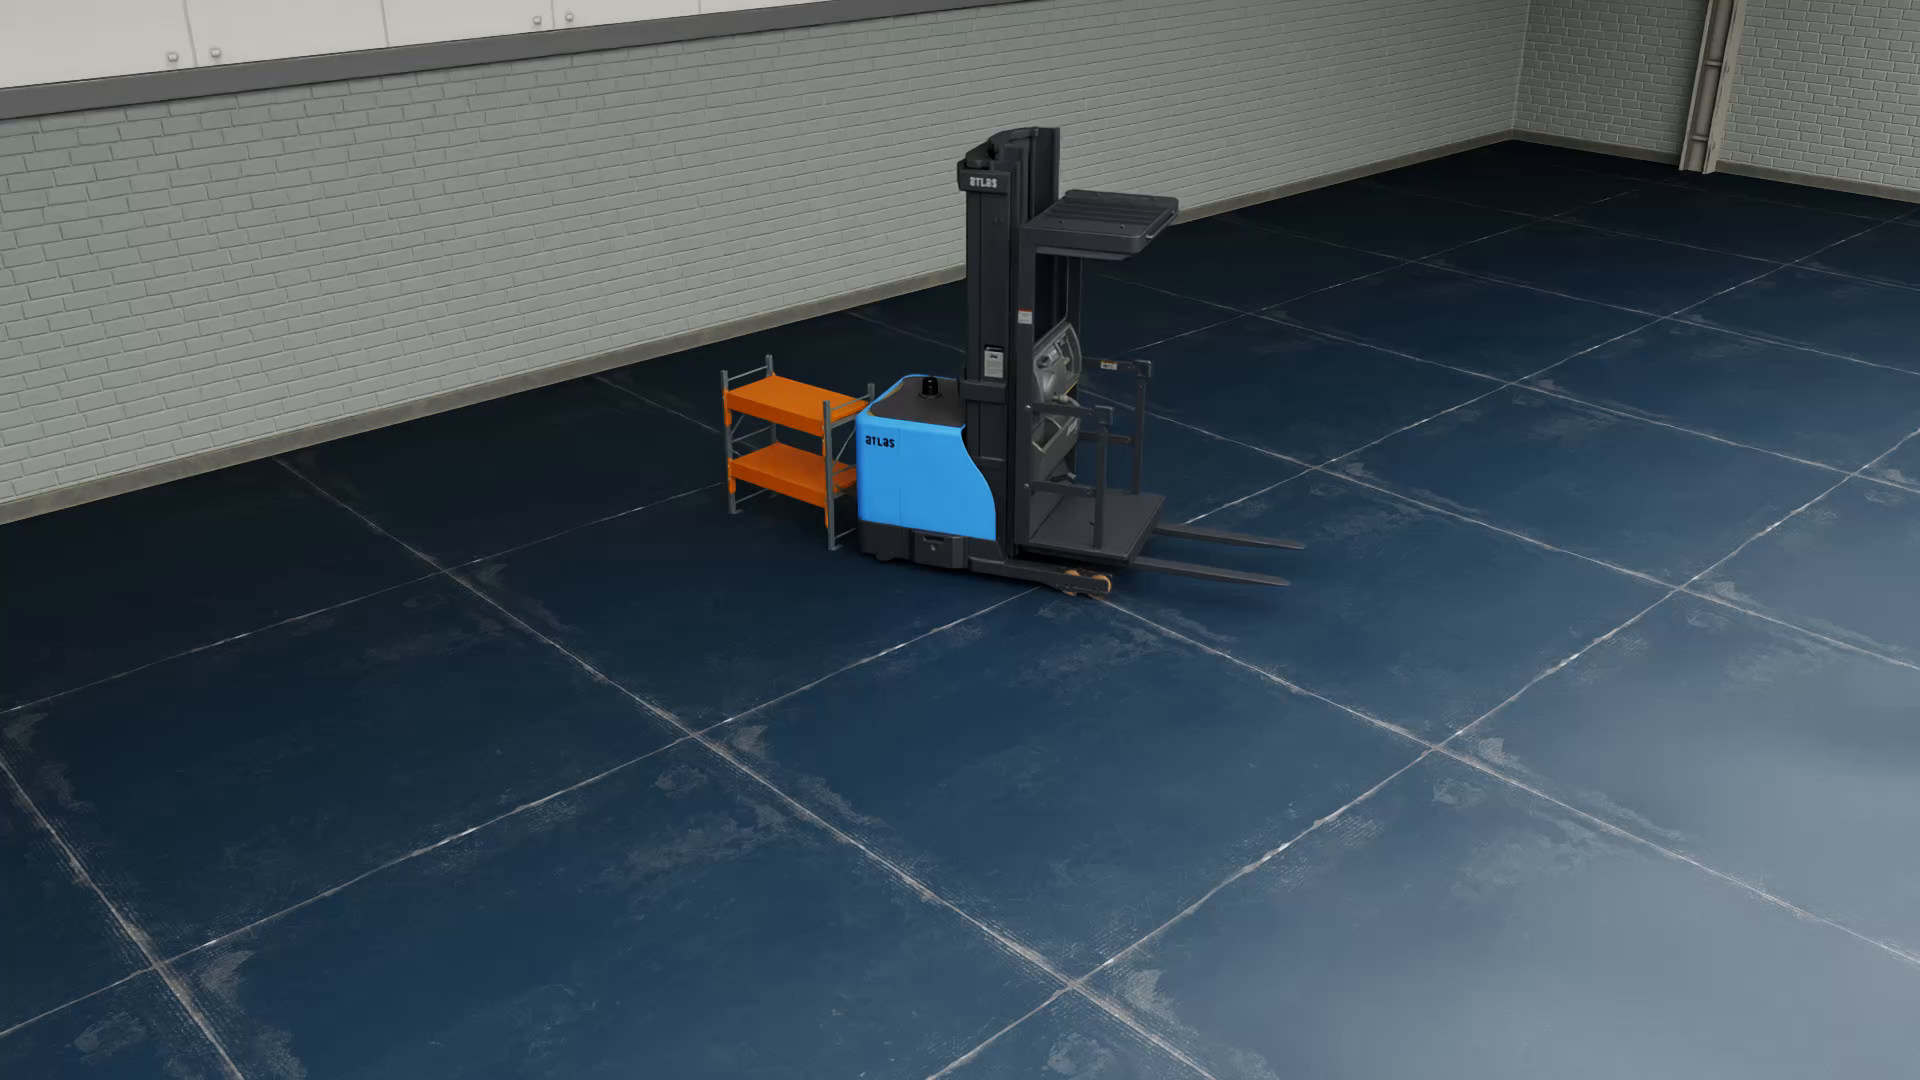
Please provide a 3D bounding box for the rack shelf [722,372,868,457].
[{"bbox_3d":[-1.169,-0.917,11.996,1.000,0.278,0.538,19,30,35],"label":"rack shelf"}]

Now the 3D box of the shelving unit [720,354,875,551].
[{"bbox_3d":[-1.169,-0.651,12.118,1.048,1.125,0.538,19,30,35],"label":"shelving unit"}]

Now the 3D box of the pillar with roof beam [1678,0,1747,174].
[{"bbox_3d":[7.272,-8.098,18.956,9.100,9.000,0.400,-21,32,-38],"label":"pillar with roof beam"}]

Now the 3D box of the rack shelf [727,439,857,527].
[{"bbox_3d":[-1.169,-0.428,12.219,1.000,0.278,0.538,19,30,35],"label":"rack shelf"}]

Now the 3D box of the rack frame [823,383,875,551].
[{"bbox_3d":[-0.774,-0.518,11.827,0.032,1.125,0.500,19,30,35],"label":"rack frame"}]

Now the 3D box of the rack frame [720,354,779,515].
[{"bbox_3d":[-1.564,-0.784,12.409,0.032,1.125,0.500,19,30,35],"label":"rack frame"}]

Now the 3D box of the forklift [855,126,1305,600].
[{"bbox_3d":[0.839,-1.182,11.106,3.031,2.935,1.130,9,26,18],"label":"forklift"}]
